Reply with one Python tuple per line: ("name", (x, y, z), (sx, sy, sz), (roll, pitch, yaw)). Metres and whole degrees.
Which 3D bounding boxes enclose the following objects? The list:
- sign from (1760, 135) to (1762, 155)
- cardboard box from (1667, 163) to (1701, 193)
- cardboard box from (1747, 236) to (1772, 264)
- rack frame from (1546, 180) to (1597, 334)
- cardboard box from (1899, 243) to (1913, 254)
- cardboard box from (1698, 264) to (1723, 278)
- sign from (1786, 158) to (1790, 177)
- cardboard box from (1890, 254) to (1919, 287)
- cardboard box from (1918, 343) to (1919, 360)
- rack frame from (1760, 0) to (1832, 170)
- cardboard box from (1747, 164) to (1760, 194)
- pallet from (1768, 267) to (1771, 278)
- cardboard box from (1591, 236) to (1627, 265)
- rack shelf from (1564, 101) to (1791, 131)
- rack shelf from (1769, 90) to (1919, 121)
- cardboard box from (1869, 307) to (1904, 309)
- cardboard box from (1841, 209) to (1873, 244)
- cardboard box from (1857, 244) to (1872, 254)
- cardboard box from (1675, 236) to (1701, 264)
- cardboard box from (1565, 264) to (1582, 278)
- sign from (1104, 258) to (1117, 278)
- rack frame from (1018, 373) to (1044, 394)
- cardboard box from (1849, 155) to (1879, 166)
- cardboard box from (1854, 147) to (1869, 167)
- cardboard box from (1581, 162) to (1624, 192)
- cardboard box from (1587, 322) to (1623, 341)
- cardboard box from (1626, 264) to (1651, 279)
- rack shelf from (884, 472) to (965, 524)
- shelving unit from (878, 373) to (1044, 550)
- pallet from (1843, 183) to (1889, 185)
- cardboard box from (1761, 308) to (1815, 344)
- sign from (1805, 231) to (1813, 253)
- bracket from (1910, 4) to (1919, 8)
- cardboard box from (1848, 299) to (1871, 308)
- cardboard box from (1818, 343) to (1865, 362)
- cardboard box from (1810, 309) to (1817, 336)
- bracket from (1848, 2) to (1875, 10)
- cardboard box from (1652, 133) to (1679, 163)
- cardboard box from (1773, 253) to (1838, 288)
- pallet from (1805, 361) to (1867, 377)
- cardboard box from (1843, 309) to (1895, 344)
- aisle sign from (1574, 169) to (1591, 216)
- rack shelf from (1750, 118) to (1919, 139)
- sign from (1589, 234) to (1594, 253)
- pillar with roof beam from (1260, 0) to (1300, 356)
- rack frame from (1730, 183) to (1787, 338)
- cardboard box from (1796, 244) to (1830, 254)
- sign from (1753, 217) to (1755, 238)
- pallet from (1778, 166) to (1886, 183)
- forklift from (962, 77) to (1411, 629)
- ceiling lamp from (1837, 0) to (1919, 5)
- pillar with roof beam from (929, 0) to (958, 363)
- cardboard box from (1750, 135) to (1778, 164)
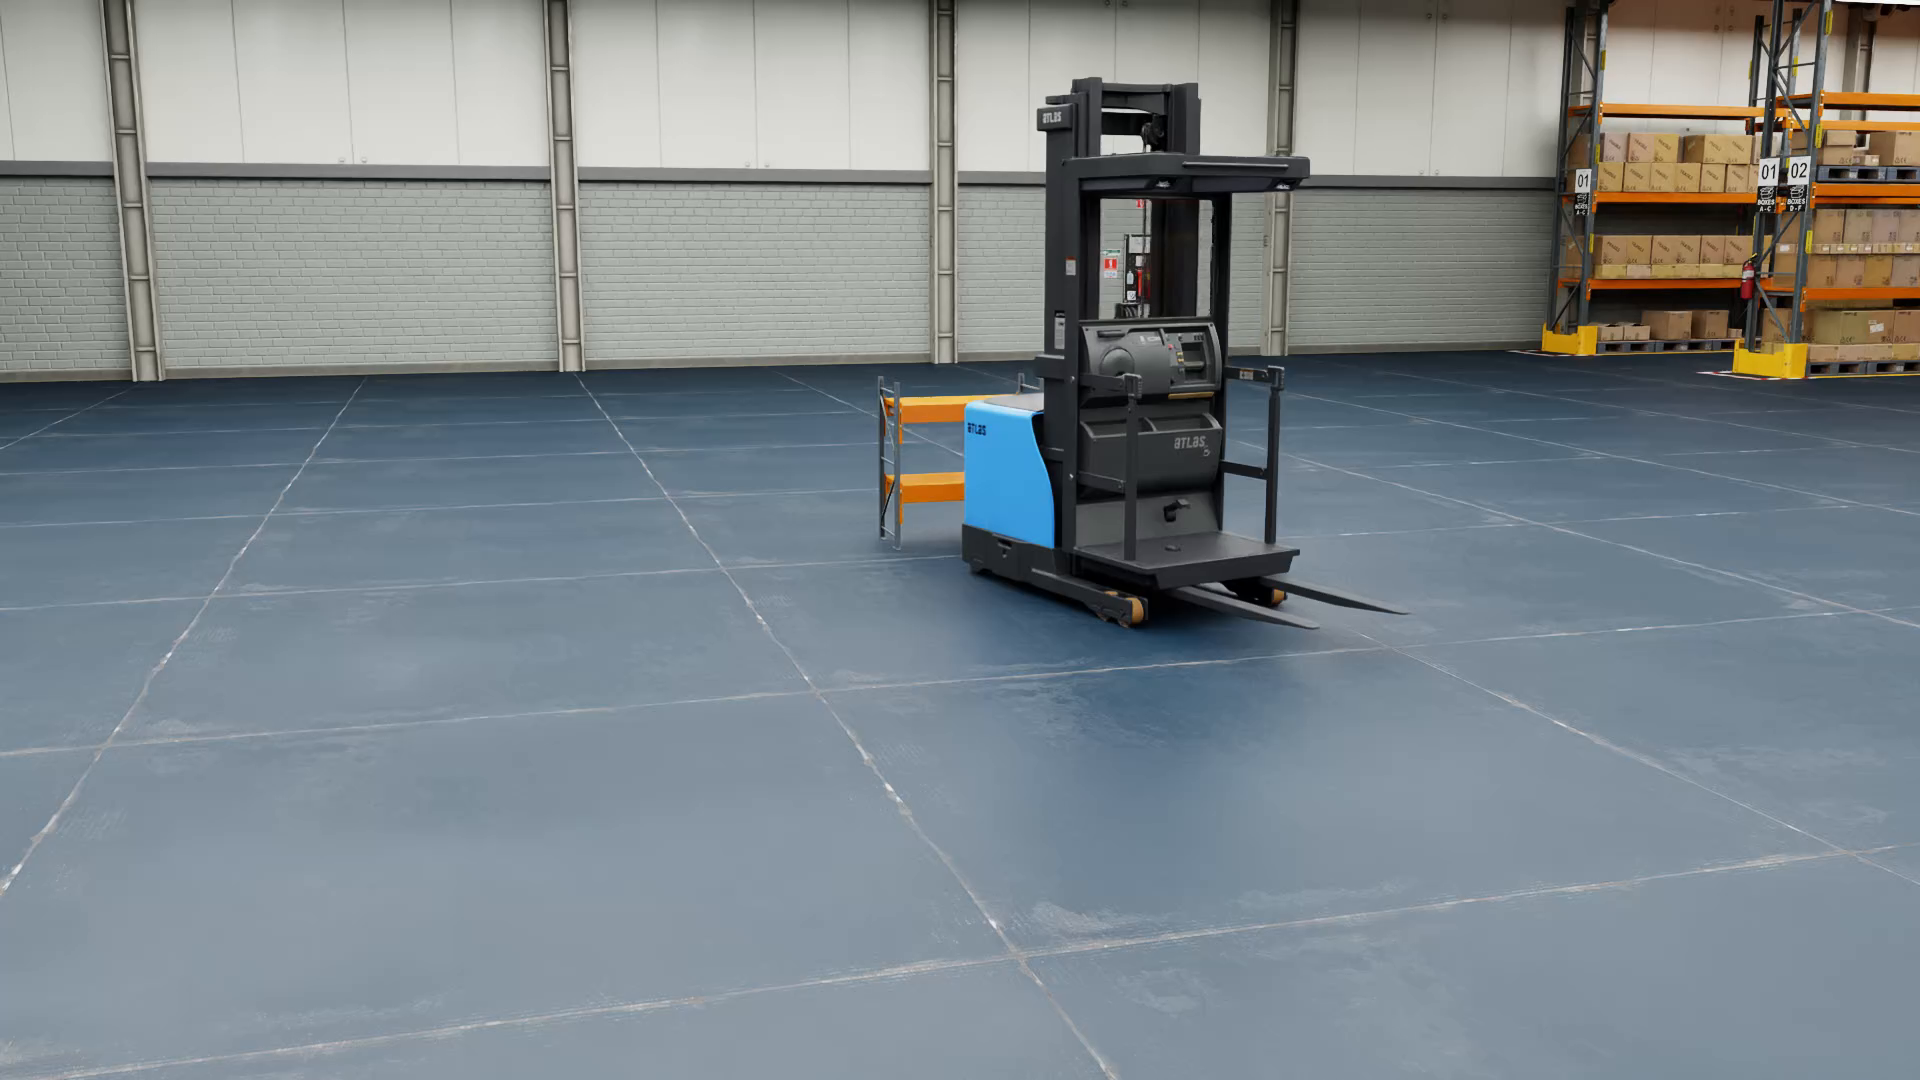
("sign", (12.075, -5.937, 24.997), (0.005, 0.325, 0.100), (-3, 11, -16))
("cardboard box", (12.747, -6.417, 29.503), (0.500, 0.500, 0.500), (-2, 11, -12))
("cardboard box", (14.298, -5.260, 30.124), (0.500, 0.500, 0.500), (-3, 11, -16))
("rack frame", (10.825, -4.831, 29.502), (0.127, 3.000, 1.000), (-3, 11, -16))
("cardboard box", (14.126, -4.398, 25.084), (0.250, 0.149, 0.380), (-3, 11, -15))
("cardboard box", (13.336, -4.841, 29.915), (0.500, 0.250, 0.500), (-3, 11, -16))
("sign", (14.824, -6.669, 29.773), (0.005, 0.325, 0.100), (-3, 11, -16))
("cardboard box", (14.150, -4.119, 25.361), (0.500, 0.500, 0.700), (-3, 11, -14))
("cardboard box", (14.711, -2.914, 25.523), (0.500, 0.250, 0.500), (-3, 11, -16))
("rack frame", (12.213, -6.920, 24.282), (0.127, 3.000, 1.000), (-3, 11, -16))
("cardboard box", (14.247, -6.499, 29.946), (0.500, 0.500, 0.500), (-3, 11, -14))
("pallet", (15.440, -4.952, 30.692), (1.213, 0.211, 1.003), (-3, 11, -16))
("cardboard box", (11.367, -5.108, 29.293), (0.500, 0.500, 0.500), (-3, 11, -16))
("rack shelf", (12.745, -7.527, 29.574), (4.000, 0.370, 1.077), (-3, 11, -16))
("rack shelf", (14.133, -6.471, 24.933), (4.000, 0.370, 1.077), (-3, 11, -16))
("cardboard box", (14.561, -3.376, 25.961), (0.500, 0.500, 0.500), (-3, 11, -16))
("cardboard box", (13.219, -4.709, 24.979), (0.500, 0.500, 0.700), (-3, 11, -17))
("cardboard box", (13.385, -4.359, 24.872), (0.250, 0.149, 0.380), (-3, 11, -17))
("cardboard box", (12.835, -5.184, 29.709), (0.500, 0.500, 0.500), (-3, 11, -14))
("cardboard box", (11.219, -4.824, 29.825), (0.500, 0.250, 0.500), (-3, 11, -15))
("sign", (2.551, -4.602, 28.161), (0.234, 0.329, 0.001), (-3, 11, -16))
("rack frame", (0.495, -0.579, 11.586), (0.032, 1.125, 0.500), (-3, 11, -16))
("cardboard box", (13.392, -5.626, 24.683), (0.250, 0.149, 0.380), (-3, 11, -16))
("cardboard box", (13.779, -5.809, 25.230), (0.500, 0.311, 0.500), (-2, 11, -9))
("cardboard box", (11.216, -6.338, 29.075), (0.500, 0.500, 0.500), (-3, 11, -14))
("cardboard box", (11.514, -3.744, 29.811), (0.500, 0.311, 0.500), (-4, 11, -22))
("cardboard box", (11.877, -4.765, 29.504), (0.500, 0.250, 0.500), (-3, 11, -18))
("rack shelf", (0.006, -0.313, 11.491), (1.000, 0.278, 0.538), (-3, 11, -16))
("shelving unit", (0.006, -0.554, 11.446), (1.048, 1.125, 0.538), (-3, 11, -16))
("pallet", (16.283, -6.482, 30.704), (1.003, 0.211, 1.213), (-3, 11, -16))
("cardboard box", (12.645, -3.272, 25.397), (0.500, 0.500, 0.500), (-3, 11, -16))
("sign", (12.362, -4.338, 24.214), (0.005, 0.325, 0.100), (-3, 11, -16))
("bracket", (19.987, -10.131, 31.779), (4.783, 0.066, 0.076), (-3, 11, -16))
("cardboard box", (16.772, -4.501, 31.329), (0.500, 0.250, 0.500), (-3, 11, -16))
("cardboard box", (13.269, -2.838, 25.115), (0.500, 0.250, 0.500), (-3, 11, -16))
("cardboard box", (15.849, -4.095, 31.196), (0.500, 0.500, 0.700), (-3, 11, -17))
("bracket", (16.717, -9.958, 30.842), (0.430, 0.232, 0.235), (-3, 11, -16))
("cardboard box", (12.247, -6.878, 29.247), (0.500, 0.500, 0.500), (-3, 11, -14))
("cardboard box", (12.665, -4.040, 24.933), (0.500, 0.500, 0.700), (-3, 11, -16))
("pallet", (12.935, -2.644, 25.328), (1.213, 0.211, 1.003), (-3, 11, -16))
("cardboard box", (13.746, -3.235, 25.195), (0.500, 0.500, 0.500), (-3, 11, -16))
("aisle sign", (10.839, -6.053, 28.964), (0.004, 0.787, 0.394), (-3, 11, -16))
("rack shelf", (16.586, -7.534, 30.710), (4.000, 0.370, 1.077), (-3, 11, -16))
("sign", (10.977, -5.162, 28.911), (0.005, 0.325, 0.100), (-3, 11, -16))
("pillar with roof beam", (6.697, -6.915, 24.254), (0.400, 9.000, 9.100), (-3, 11, -16))
("rack frame", (14.665, -5.033, 30.602), (0.127, 3.000, 1.000), (-3, 11, -16))
("cardboard box", (12.650, -4.320, 24.662), (0.250, 0.149, 0.380), (-3, 11, -16))
("sign", (12.075, -4.751, 25.215), (0.005, 0.325, 0.100), (-3, 11, -16))
("pallet", (12.899, -5.433, 24.732), (1.213, 0.211, 1.003), (-3, 11, -16))
("forklift", (1.202, -1.064, 9.232), (1.130, 2.935, 3.031), (-6, 12, -30))
("ceiling lamp", (15.250, -8.858, 27.366), (1.941, 0.041, 0.237), (-3, 11, -16))
("pillar with roof beam", (0.937, -6.611, 22.604), (0.400, 9.000, 9.100), (-3, 11, -16))
("cardboard box", (14.260, -6.987, 29.835), (0.500, 0.500, 0.500), (-4, 11, -21))
